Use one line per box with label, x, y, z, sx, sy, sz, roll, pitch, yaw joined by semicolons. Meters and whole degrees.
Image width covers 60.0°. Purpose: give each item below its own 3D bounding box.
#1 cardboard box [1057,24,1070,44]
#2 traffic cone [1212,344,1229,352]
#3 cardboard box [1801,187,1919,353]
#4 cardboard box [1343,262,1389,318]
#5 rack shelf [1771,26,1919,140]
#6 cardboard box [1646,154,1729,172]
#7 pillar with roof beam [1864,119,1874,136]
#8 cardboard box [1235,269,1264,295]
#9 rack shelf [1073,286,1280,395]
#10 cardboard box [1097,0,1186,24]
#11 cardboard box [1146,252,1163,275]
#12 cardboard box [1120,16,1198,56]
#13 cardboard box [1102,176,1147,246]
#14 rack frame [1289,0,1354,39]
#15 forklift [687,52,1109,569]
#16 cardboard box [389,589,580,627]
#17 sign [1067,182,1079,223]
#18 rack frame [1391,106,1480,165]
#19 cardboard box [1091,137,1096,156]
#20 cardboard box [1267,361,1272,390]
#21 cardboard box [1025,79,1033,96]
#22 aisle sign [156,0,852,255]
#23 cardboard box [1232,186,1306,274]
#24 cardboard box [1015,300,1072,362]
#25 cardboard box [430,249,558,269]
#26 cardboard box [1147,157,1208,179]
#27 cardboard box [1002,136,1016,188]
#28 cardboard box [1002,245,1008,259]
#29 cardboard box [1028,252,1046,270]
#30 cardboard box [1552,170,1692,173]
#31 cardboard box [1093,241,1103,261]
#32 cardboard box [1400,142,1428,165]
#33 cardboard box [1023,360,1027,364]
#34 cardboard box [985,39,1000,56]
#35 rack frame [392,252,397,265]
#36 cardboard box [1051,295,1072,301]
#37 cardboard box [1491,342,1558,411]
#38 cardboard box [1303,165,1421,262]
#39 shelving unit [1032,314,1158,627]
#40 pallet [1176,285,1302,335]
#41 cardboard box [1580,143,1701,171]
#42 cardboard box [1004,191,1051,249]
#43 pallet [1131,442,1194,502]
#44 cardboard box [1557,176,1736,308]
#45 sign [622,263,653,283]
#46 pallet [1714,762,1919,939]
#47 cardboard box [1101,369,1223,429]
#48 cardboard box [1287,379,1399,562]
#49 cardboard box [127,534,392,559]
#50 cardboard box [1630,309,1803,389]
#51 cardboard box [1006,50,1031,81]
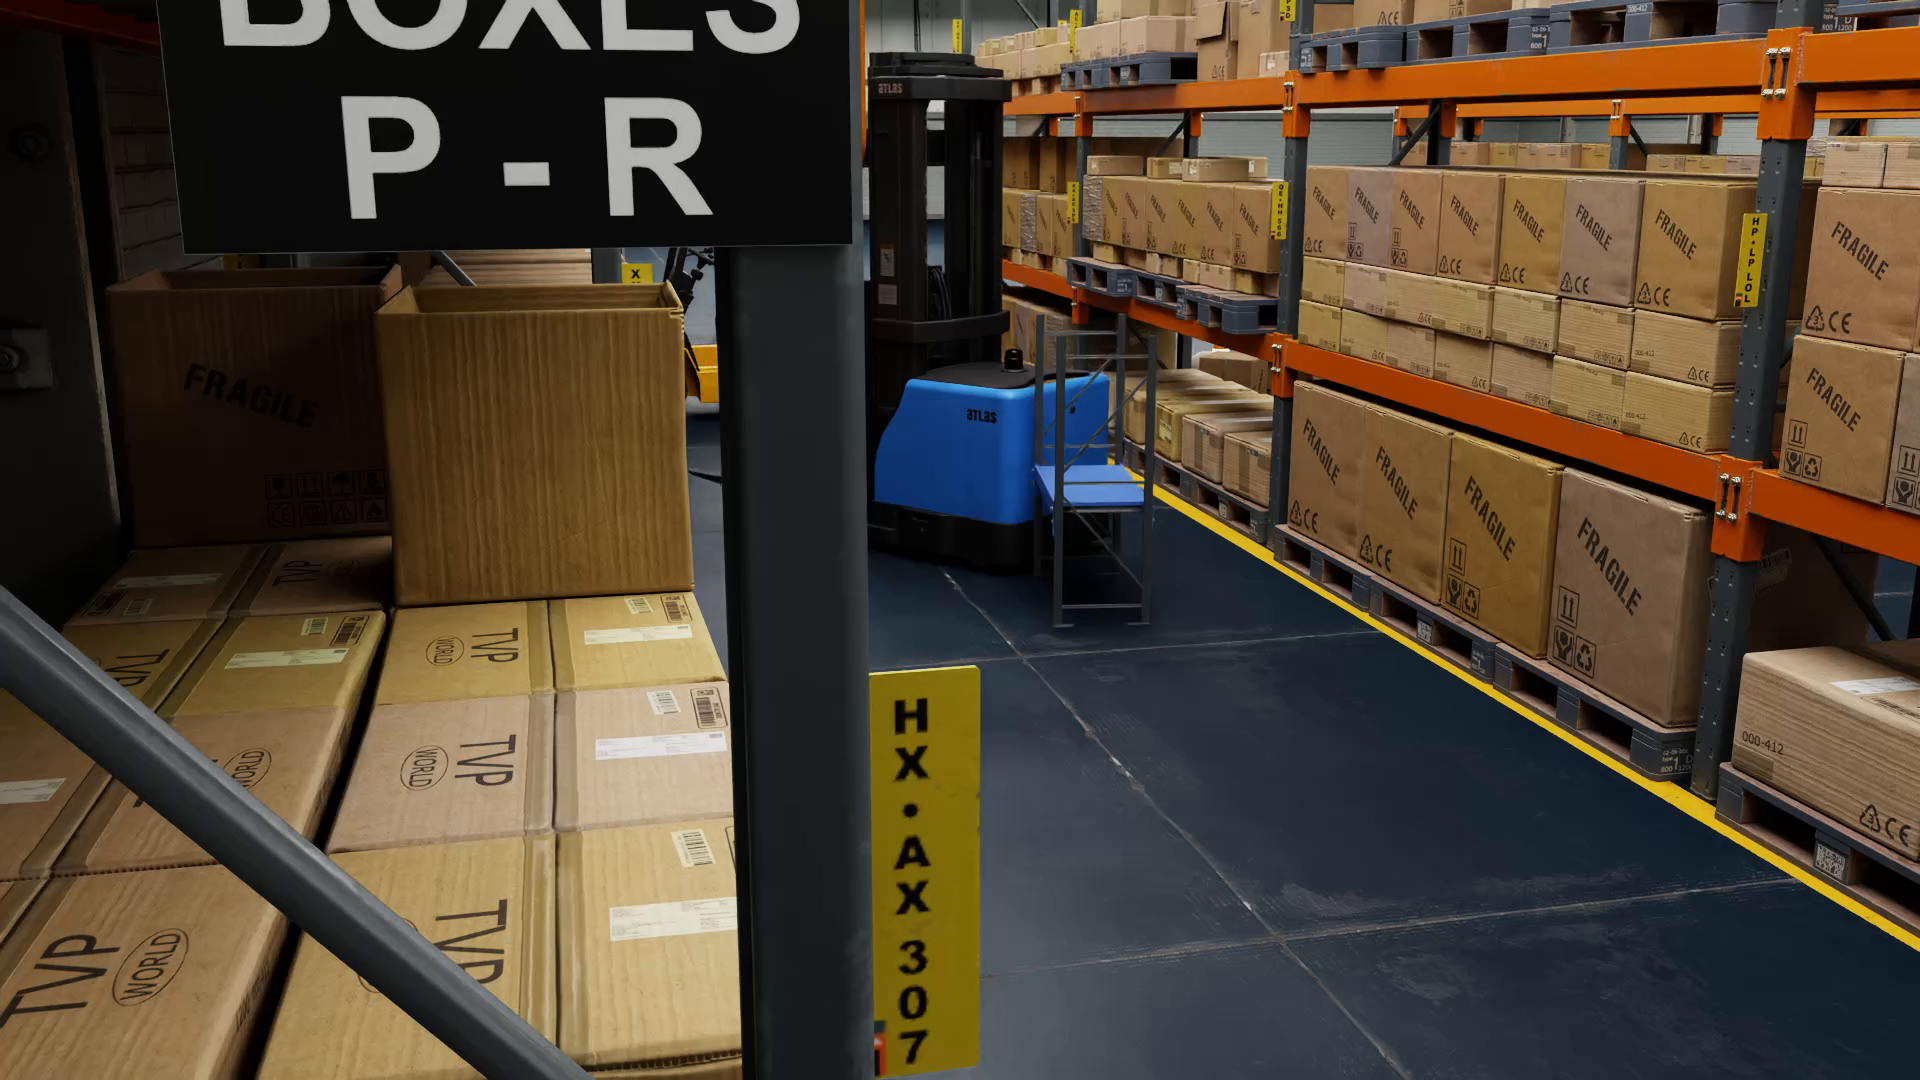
cardboard box;1.022;-4.181;13.749;0.380;0.149;0.250;-4;14;-15
traffic cone;2.859;-2.145;18.233;0.336;0.463;0.334;-3;14;-13
cardboard box;3.199;-0.907;5.503;0.500;0.500;0.500;-3;14;-13
cardboard box;2.383;-1.339;8.851;0.500;0.250;0.500;-3;14;-12
rack shelf;3.793;-1.143;3.979;1.077;0.370;4.000;-3;14;-13
cardboard box;6.354;-3.061;14.319;0.700;0.500;0.500;-4;14;-14
pillar with roof beam;17.175;-11.359;37.959;9.100;9.000;0.400;-3;14;-13
cardboard box;1.945;-1.621;10.388;0.380;0.149;0.250;-3;14;-12
rack shelf;1.914;-1.531;11.889;1.077;0.370;4.000;-3;14;-13
cardboard box;1.319;-3.901;12.134;0.500;0.250;0.500;-4;14;-14
cardboard box;1.546;-1.977;11.841;0.380;0.149;0.250;-3;14;-11
cardboard box;1.451;-3.541;11.712;0.500;0.250;0.500;-3;14;-14
cardboard box;1.394;-2.499;12.614;0.500;0.500;0.500;-3;14;-13
rack frame;2.384;-4.333;9.203;1.000;3.000;0.127;-3;14;-13
forklift;-0.542;-1.523;10.485;3.031;2.935;1.130;11;18;38
cardboard box;-0.788;0.163;3.130;0.500;0.250;0.500;-4;14;-15
sign;0.918;-2.730;13.459;0.100;0.325;0.005;-3;14;-13
rack frame;5.293;-3.564;18.694;1.000;3.000;0.127;-3;14;-13
cardboard box;1.453;-3.253;14.479;0.700;0.500;0.500;-3;14;-13
cardboard box;3.378;-1.788;16.685;0.637;0.503;0.797;10;17;35
cardboard box;0.803;-4.095;15.076;0.380;0.149;0.250;-3;14;-14
aisle sign;-0.260;-0.560;0.919;0.394;0.787;0.004;-3;14;-13
cardboard box;2.007;-1.906;10.184;0.500;0.500;0.500;-4;14;-15
cardboard box;0.802;-1.931;15.339;0.500;0.500;0.500;-3;14;-10
cardboard box;-1.877;-1.030;7.218;0.797;0.503;0.637;-4;14;-14
cardboard box;1.566;-2.681;11.991;0.380;0.149;0.250;-2;14;-10
cardboard box;0.837;-3.838;16.871;0.700;0.500;0.500;-4;14;-15
cardboard box;0.548;-2.811;16.140;0.380;0.149;0.250;-3;14;-12
cardboard box;0.831;-2.511;14.915;0.380;0.149;0.250;-3;14;-14
cardboard box;3.110;-1.499;7.924;0.500;0.500;0.500;-4;14;-14
cardboard box;1.267;-2.279;13.078;0.380;0.149;0.250;-3;14;-12
cardboard box;5.342;-4.074;18.189;0.875;0.550;0.550;-3;14;-13
cardboard box;0.794;-1.571;15.448;0.500;0.250;0.500;-3;14;-12
cardboard box;0.450;-4.713;15.928;0.380;0.149;0.250;-3;14;-13
rack frame;-2.440;-1.142;8.779;1.000;3.000;0.127;-3;14;-13
cardboard box;1.184;-2.090;15.990;0.500;0.500;0.500;-4;14;-15
cardboard box;2.754;-0.748;7.484;0.500;0.250;0.500;-4;14;-15
cardboard box;2.262;-1.826;9.263;0.500;0.500;0.500;-4;14;-15
shelving unit;0.703;-0.406;8.929;0.538;1.500;1.048;-1;14;-3
pallet;2.113;-1.484;10.587;1.213;0.211;1.003;-3;14;-13
cardboard box;6.179;-3.326;15.127;0.875;0.550;0.550;-3;14;-13
cardboard box;0.719;-2.979;15.464;0.500;0.500;0.500;-4;14;-14
pallet;1.918;-0.526;12.134;1.003;0.211;1.213;-3;14;-13
cardboard box;2.845;-1.239;6.859;0.500;0.500;0.500;-3;14;-12
sign;-0.975;-0.671;5.031;0.100;0.325;0.005;-3;14;-13
pallet;3.425;1.038;5.733;1.003;0.211;1.213;-3;14;-13
cardboard box;1.570;-1.149;13.460;0.950;0.372;0.625;-3;14;-12
cardboard box;2.465;-0.427;9.447;0.875;0.875;0.875;-3;14;-14
cardboard box;-1.403;0.073;3.496;0.500;0.250;0.500;-3;14;-12
cardboard box;2.983;-0.755;6.458;0.500;0.250;0.500;-3;14;-13
cardboard box;0.719;-4.309;15.112;0.500;0.250;0.500;-3;14;-12
